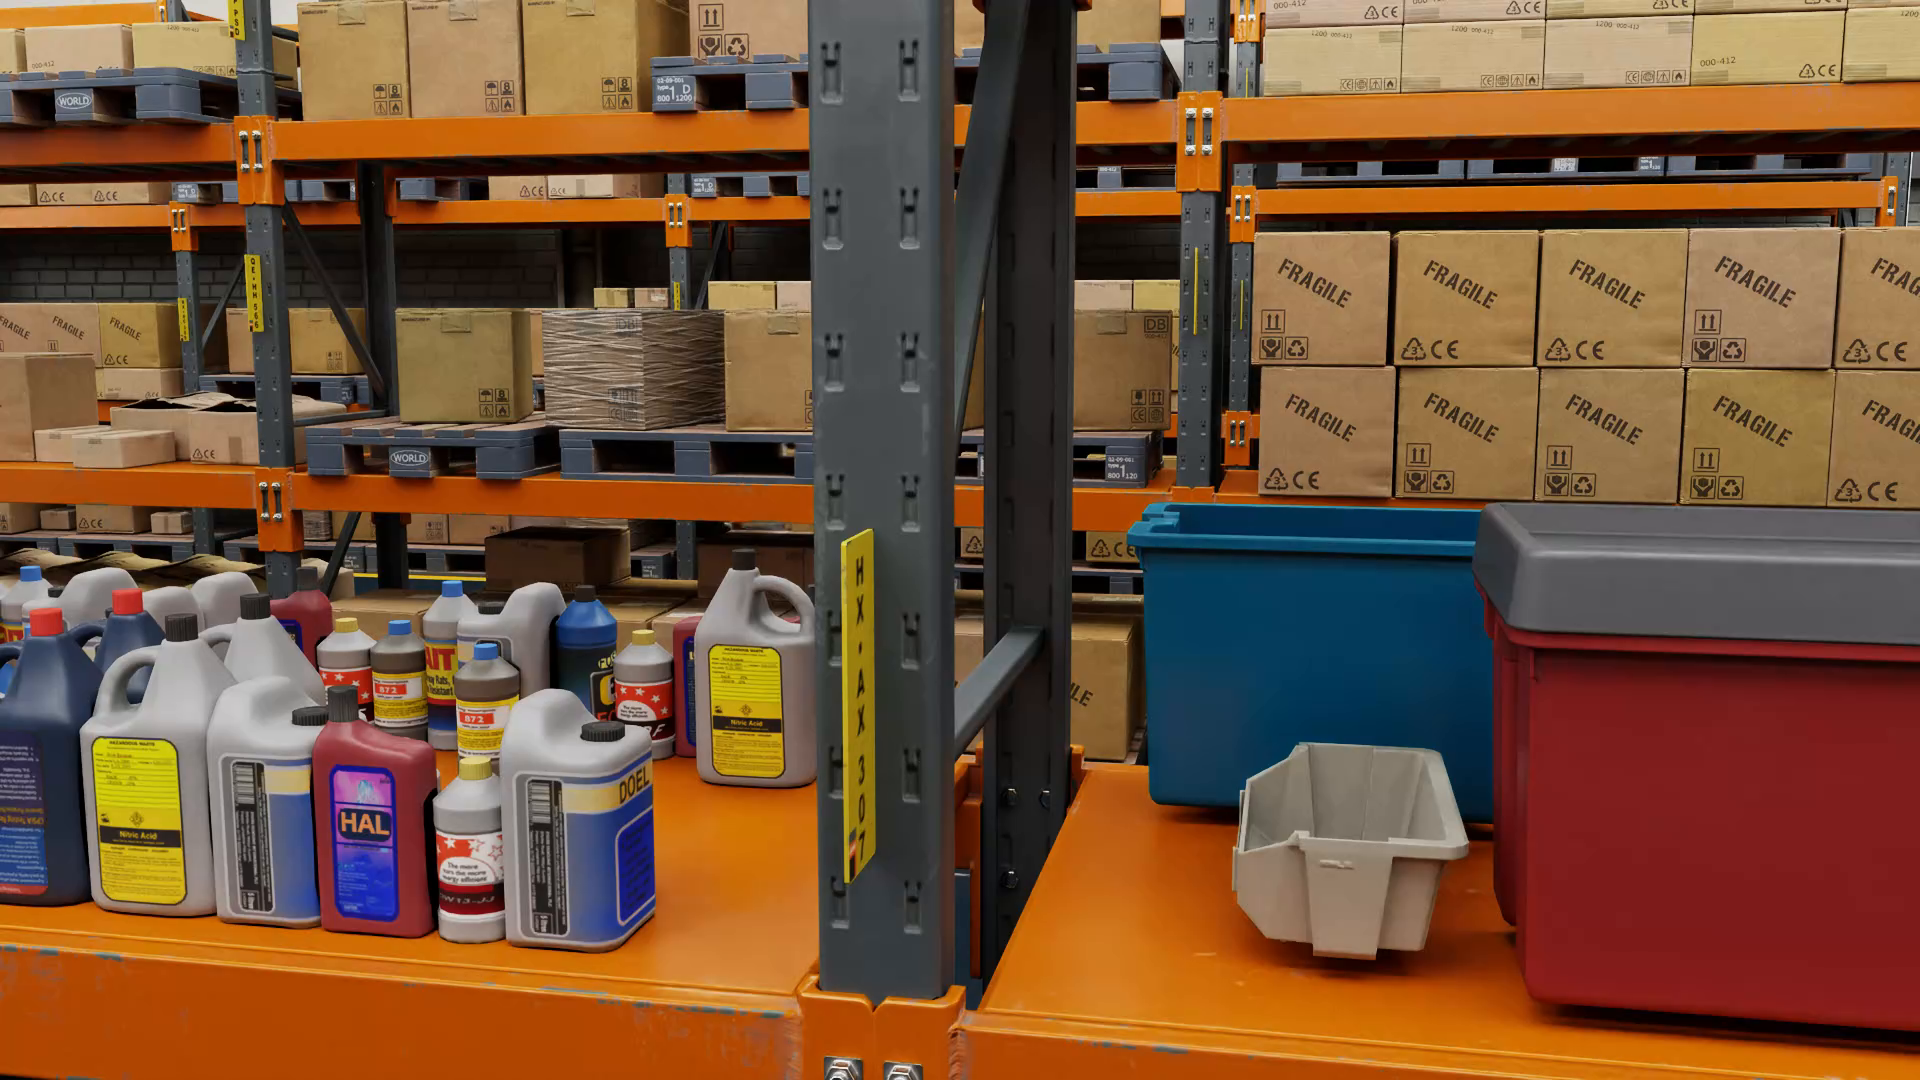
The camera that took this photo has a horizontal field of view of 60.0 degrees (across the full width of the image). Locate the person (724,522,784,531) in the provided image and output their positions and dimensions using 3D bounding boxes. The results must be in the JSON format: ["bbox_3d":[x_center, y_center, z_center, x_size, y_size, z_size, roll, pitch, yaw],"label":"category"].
[{"bbox_3d":[-1.055,-0.094,8.968,0.948,1.734,0.574,2,8,13],"label":"person"}]
